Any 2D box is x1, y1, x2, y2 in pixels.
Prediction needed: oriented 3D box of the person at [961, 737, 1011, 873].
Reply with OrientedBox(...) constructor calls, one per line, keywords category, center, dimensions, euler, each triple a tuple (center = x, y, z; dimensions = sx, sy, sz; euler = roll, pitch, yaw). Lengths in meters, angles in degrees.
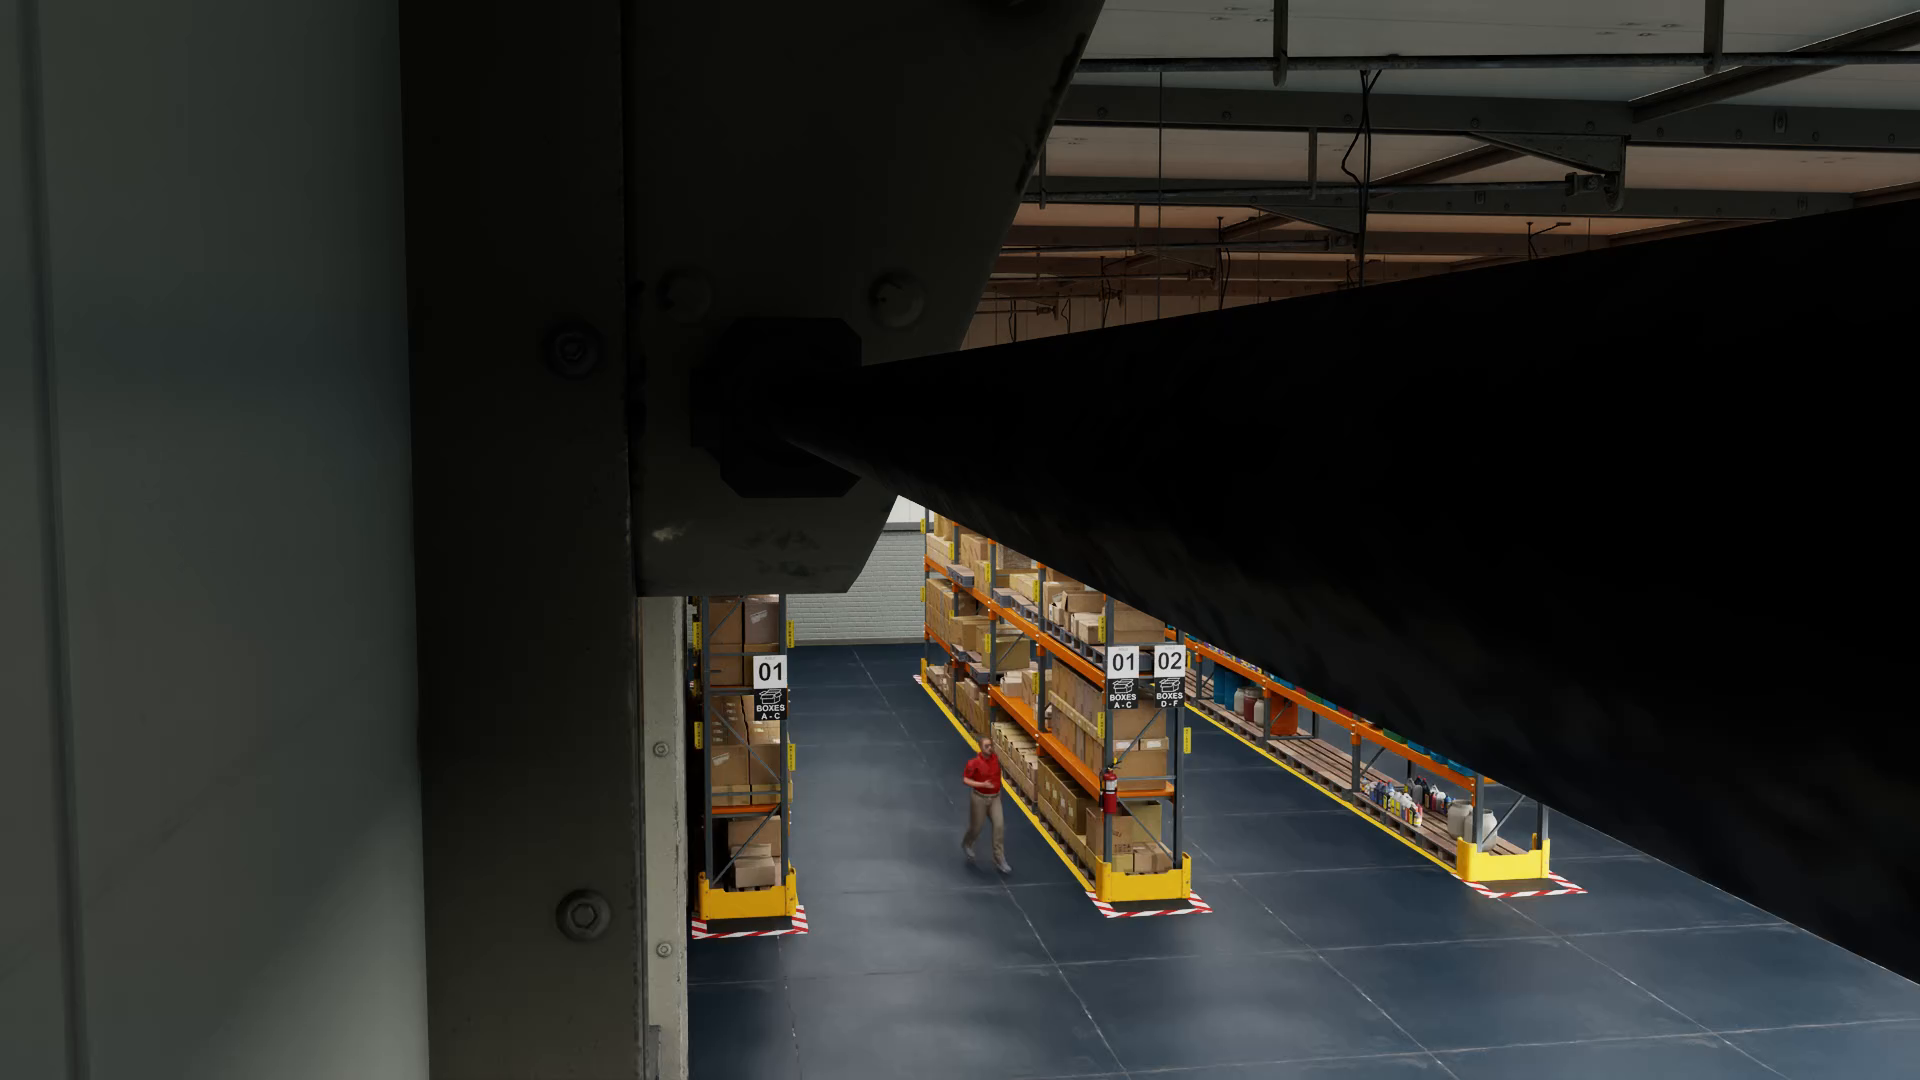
OrientedBox(category="person", center=(0.319, 3.502, 22.221), dimensions=(0.659, 1.749, 0.946), euler=(-3, 6, -30))
